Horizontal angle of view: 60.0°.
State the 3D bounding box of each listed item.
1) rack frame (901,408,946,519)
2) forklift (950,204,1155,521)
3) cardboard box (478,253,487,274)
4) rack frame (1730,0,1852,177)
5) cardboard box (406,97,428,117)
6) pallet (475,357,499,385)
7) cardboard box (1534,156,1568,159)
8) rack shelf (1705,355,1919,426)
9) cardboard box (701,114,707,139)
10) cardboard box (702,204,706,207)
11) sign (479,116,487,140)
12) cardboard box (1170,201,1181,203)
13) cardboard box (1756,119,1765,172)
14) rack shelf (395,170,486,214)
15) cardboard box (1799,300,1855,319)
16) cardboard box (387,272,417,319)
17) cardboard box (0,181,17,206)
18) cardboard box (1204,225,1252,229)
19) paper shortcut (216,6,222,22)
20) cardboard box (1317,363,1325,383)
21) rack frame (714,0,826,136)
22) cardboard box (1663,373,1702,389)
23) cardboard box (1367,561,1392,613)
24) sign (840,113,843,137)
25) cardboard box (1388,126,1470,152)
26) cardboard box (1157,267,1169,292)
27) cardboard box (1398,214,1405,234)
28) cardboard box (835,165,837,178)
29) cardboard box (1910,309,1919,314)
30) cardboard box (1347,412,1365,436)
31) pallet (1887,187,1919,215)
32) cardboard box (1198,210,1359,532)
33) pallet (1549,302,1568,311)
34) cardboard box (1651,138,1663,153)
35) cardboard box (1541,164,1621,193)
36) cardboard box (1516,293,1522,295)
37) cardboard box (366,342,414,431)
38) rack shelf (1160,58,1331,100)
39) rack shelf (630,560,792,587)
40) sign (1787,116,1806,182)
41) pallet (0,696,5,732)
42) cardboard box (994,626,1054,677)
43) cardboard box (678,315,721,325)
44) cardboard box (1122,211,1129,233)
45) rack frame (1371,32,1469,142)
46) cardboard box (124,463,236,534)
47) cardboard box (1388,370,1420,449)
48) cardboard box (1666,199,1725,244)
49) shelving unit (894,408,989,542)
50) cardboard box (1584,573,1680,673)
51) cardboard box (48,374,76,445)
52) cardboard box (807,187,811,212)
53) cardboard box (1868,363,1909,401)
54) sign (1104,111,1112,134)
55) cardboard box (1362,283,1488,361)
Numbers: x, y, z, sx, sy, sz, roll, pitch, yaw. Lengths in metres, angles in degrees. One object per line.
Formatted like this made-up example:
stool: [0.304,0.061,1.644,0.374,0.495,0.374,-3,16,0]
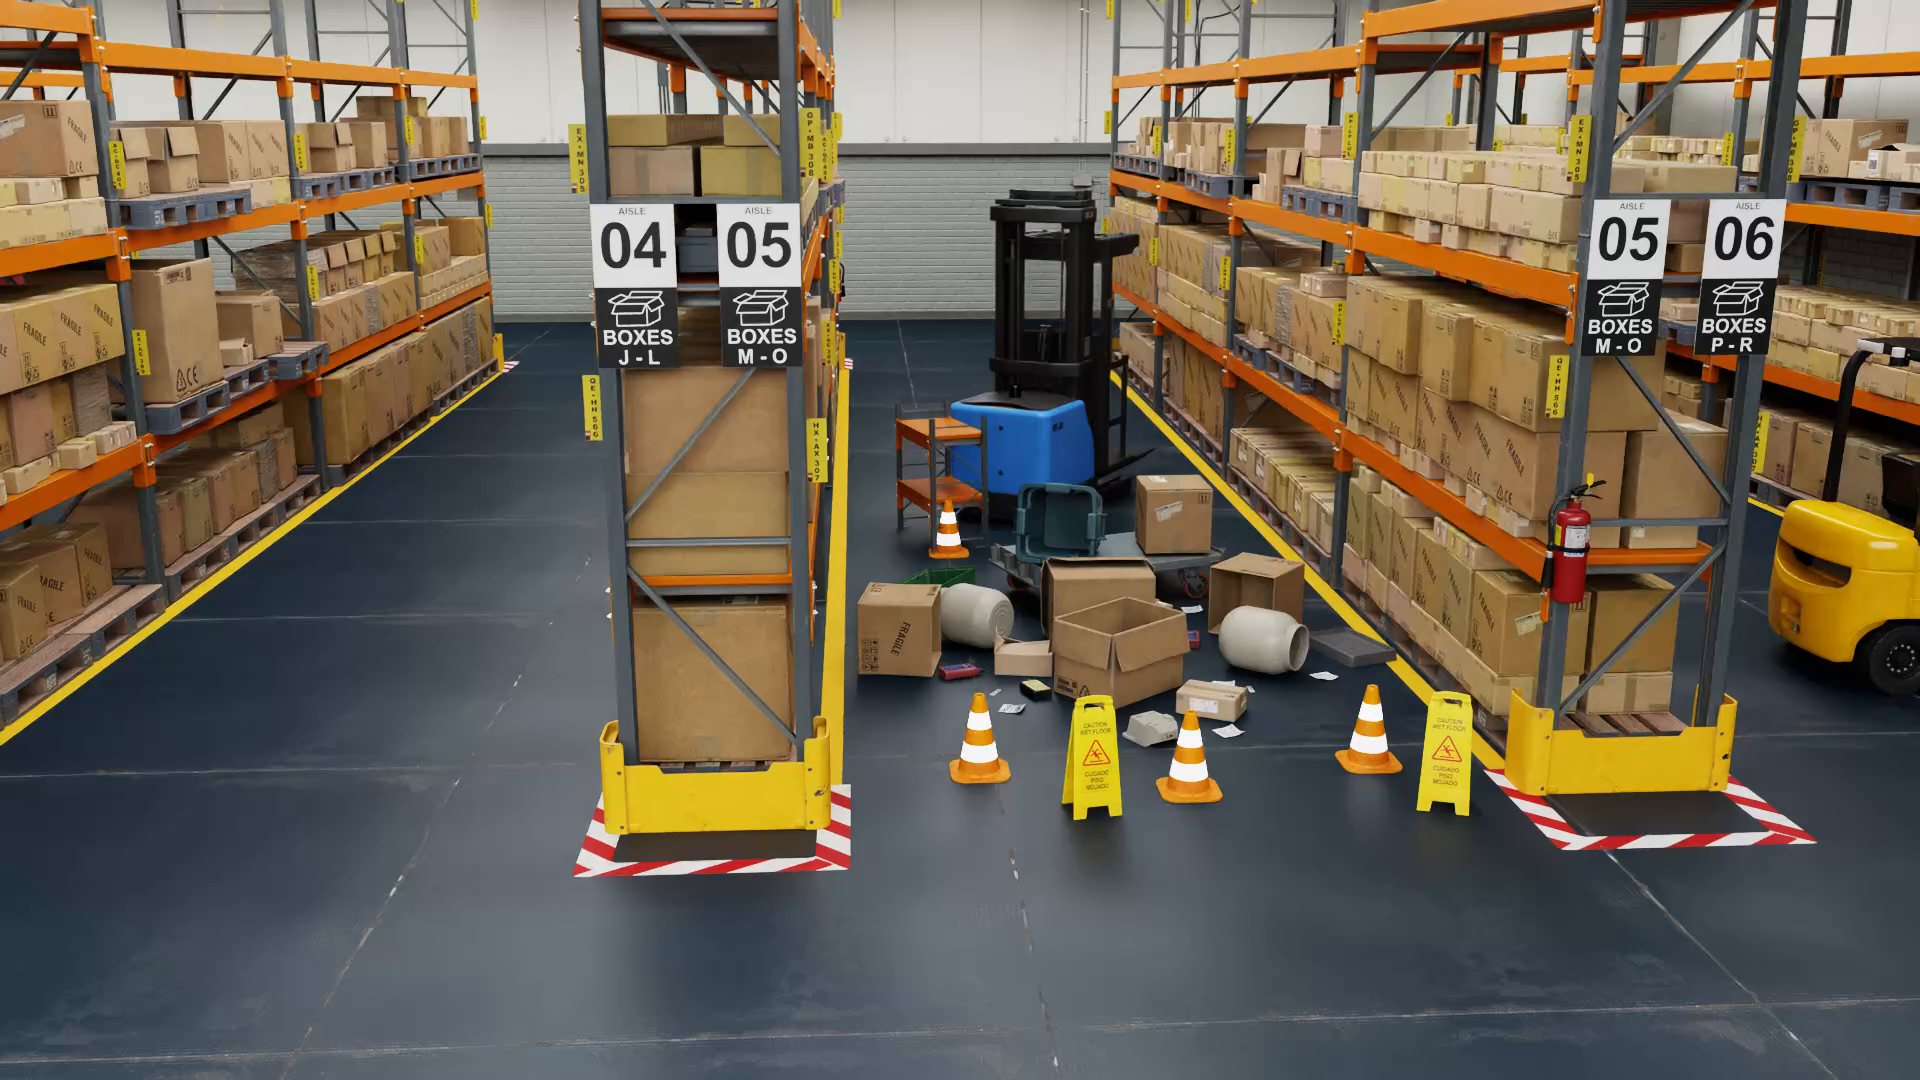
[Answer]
rack frame: [-0.323,-0.681,14.913,0.475,0.981,0.013,-5,13,-18]
forklift: [1.024,-1.831,15.939,1.129,2.843,3.031,8,16,27]
cardboard box: [-6.926,-3.868,23.244,0.500,0.250,0.500,-1,14,-4]
rack frame: [8.120,-5.059,16.131,1.000,3.000,0.127,-1,14,-3]
cardboard box: [-7.106,-5.527,21.218,0.500,0.250,0.500,-1,14,-5]
pallet: [-7.093,-2.365,23.294,1.003,0.211,1.213,-1,14,-3]
cardboard box: [3.842,-2.339,10.483,0.380,0.149,0.250,-1,14,-3]
rack shelf: [8.244,-1.308,15.035,1.077,0.370,4.000,-1,14,-3]
cardboard box: [-1.757,-2.537,10.207,0.380,0.149,0.250,-1,14,-4]
cardboard box: [-1.743,-2.089,10.066,0.380,0.149,0.250,-1,14,-3]
sign: [-6.678,-5.761,23.260,0.100,0.325,0.005,-1,14,-3]
cardboard box: [3.026,-4.510,22.527,0.390,0.149,0.265,-1,14,-4]
cardboard box: [7.921,-3.723,15.712,0.500,0.500,0.500,-1,14,-3]
rack shelf: [-7.097,-4.520,21.498,1.077,0.370,4.000,-1,14,-3]
cardboard box: [7.936,-2.112,15.212,0.380,0.149,0.250,-1,14,-2]
cardboard box: [-6.672,-2.855,19.401,0.500,0.500,0.500,-1,14,-3]
cardboard box: [-6.156,-2.163,10.394,0.380,0.149,0.250,0,14,-1]
cardboard box: [3.196,-3.497,19.889,0.500,0.500,0.500,0,14,-2]
paper shortcut: [-7.331,-5.217,16.462,0.009,0.170,0.078,9,-17,-6]
cardboard box: [3.107,-1.353,13.426,0.380,0.149,0.250,-1,14,-5]
rack frame: [-1.769,-4.880,15.435,1.000,3.000,0.127,-1,14,-3]
cardboard box: [7.816,-1.713,18.038,0.380,0.149,0.250,-1,14,-5]
cardboard box: [3.225,0.330,11.899,0.500,0.250,0.500,0,14,0]
sign: [-1.709,-5.850,23.445,0.100,0.325,0.005,-1,14,-3]
cardboard box: [3.736,-3.183,13.311,0.500,0.250,0.500,-1,14,-5]
cardboard box: [2.664,-3.127,19.957,0.500,0.250,0.500,-1,14,-5]
cardboard box: [3.274,-2.205,11.563,0.380,0.149,0.250,-1,14,-3]
cardboard box: [-1.834,-4.723,21.145,0.500,0.250,0.500,0,14,-1]
cardboard box: [8.534,-1.930,14.507,0.380,0.149,0.250,-1,14,-4]
cardboard box: [3.113,-0.877,12.418,0.380,0.149,0.250,-1,14,-4]
pallet: [8.300,-2.738,13.514,0.805,0.209,1.217,-1,15,-6]
cardboard box: [3.335,-2.085,17.297,0.950,2.239,7.527,0,14,0]
pallet: [7.812,-2.855,19.990,1.003,0.211,1.213,-1,14,-3]
cardboard box: [7.723,-4.275,18.005,0.380,0.149,0.250,-1,14,-3]
cardboard box: [3.368,-1.948,8.963,0.380,0.149,0.250,-1,14,-2]
cardboard box: [7.533,-3.297,21.824,0.380,0.149,0.250,-1,14,-2]
cardboard box: [-6.857,-1.712,18.580,1.225,0.875,0.875,-1,14,-5]
rack shelf: [3.042,-4.937,17.902,1.077,0.370,4.000,-1,14,-3]
rack shelf: [-1.397,-0.264,10.439,0.919,0.052,3.809,-1,14,-3]
sign: [4.203,-1.971,8.394,0.100,0.325,0.005,-1,14,-3]
pallet: [-6.249,1.195,9.458,1.003,0.211,1.213,-1,14,-3]
cardboard box: [0.424,0.743,11.106,0.396,0.266,0.258,2,15,6]
cardboard box: [-1.445,-1.080,10.237,0.875,0.550,0.500,-1,14,-3]
cardboard box: [2.494,-4.219,22.695,0.500,0.500,0.500,-1,14,-4]
rack frame: [3.417,-3.987,11.963,0.949,2.616,0.053,-1,14,-3]
cardboard box: [-6.540,-0.342,13.970,0.700,0.500,0.500,-2,15,-8]
cardboard box: [3.235,-0.911,11.249,0.500,0.500,0.500,-1,14,-4]
cardboard box: [3.896,-1.740,8.954,0.500,0.250,0.500,-1,14,-4]
shelving unit: [-0.166,-0.577,14.441,0.538,0.981,1.030,-5,13,-18]
cardboard box: [3.885,0.467,9.860,0.500,0.500,0.500,-1,14,-5]
cardboard box: [-6.515,-0.883,11.142,0.875,0.500,0.500,-1,14,-3]
cardboard box: [-1.037,-1.909,9.369,0.380,0.149,0.250,-1,14,-3]
cardboard box: [8.038,-1.333,13.988,0.500,0.250,0.500,-1,14,-4]
sign: [2.116,-5.973,23.790,0.100,0.325,0.005,-1,14,-3]
cardboard box: [3.393,-1.763,11.551,1.020,1.000,0.508,-1,14,-3]
